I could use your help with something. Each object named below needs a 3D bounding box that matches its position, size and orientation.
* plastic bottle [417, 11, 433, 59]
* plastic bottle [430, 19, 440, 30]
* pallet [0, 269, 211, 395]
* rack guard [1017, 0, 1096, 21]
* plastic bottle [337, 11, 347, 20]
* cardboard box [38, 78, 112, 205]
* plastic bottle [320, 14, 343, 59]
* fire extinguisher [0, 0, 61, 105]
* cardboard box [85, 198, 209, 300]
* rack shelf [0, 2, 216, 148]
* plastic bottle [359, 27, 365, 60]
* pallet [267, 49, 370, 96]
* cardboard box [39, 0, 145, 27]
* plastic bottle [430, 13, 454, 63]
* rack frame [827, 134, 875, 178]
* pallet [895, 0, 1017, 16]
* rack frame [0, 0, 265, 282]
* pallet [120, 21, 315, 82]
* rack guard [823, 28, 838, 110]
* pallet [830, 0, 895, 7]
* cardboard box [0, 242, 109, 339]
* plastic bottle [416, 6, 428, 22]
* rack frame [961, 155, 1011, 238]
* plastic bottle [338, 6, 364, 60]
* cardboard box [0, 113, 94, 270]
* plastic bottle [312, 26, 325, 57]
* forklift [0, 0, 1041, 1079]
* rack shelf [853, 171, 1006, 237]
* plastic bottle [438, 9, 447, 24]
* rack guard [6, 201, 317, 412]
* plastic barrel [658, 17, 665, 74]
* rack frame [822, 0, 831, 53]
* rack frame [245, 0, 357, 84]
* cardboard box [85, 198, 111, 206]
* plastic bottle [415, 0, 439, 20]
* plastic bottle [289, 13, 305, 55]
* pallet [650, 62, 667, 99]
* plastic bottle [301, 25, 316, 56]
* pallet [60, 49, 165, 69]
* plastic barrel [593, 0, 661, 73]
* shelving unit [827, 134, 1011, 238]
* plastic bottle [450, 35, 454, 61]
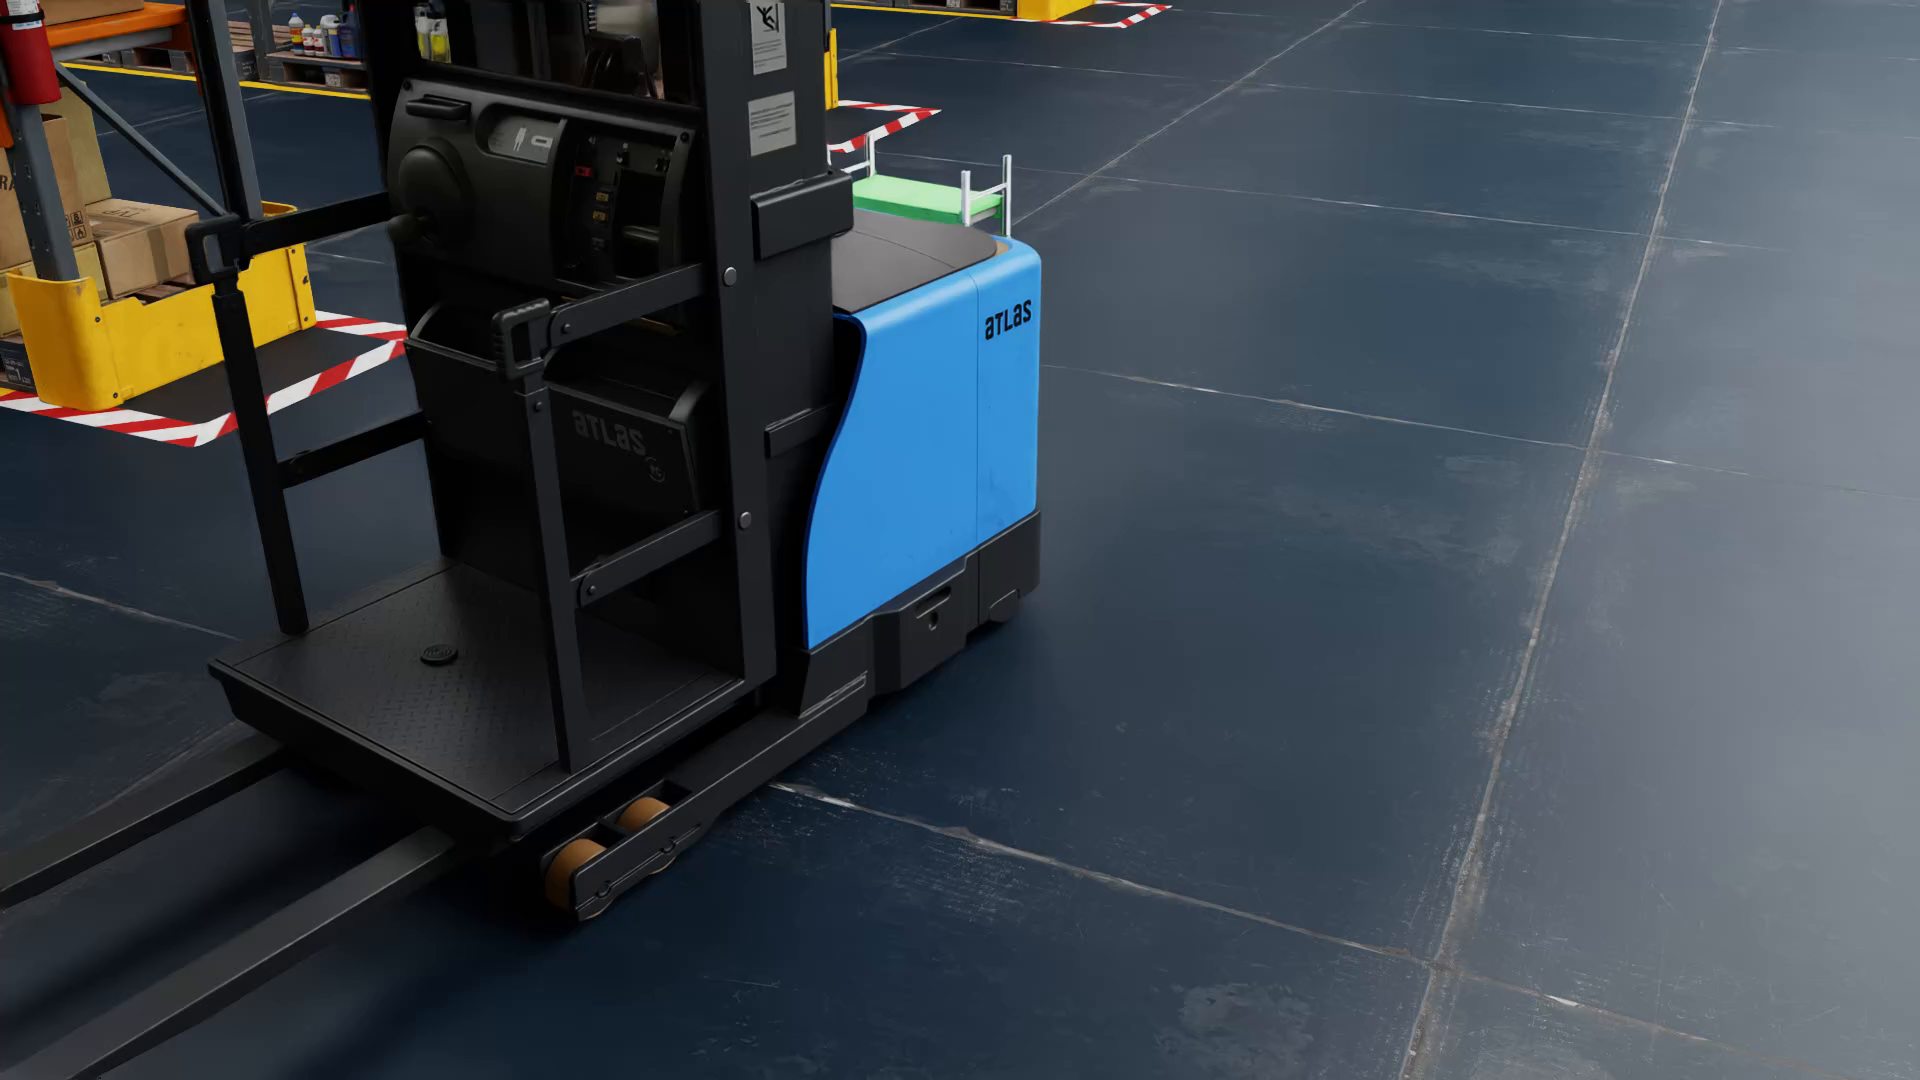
[{"bbox_3d":[-3.626,-3.391,11.243,0.185,0.351,0.144,11,28,21],"label":"plastic bottle"},{"bbox_3d":[-3.588,-3.422,11.390,0.135,0.276,0.152,11,28,22],"label":"plastic bottle"},{"bbox_3d":[-3.874,-0.959,6.958,1.213,0.211,1.003,11,28,22],"label":"pallet"},{"bbox_3d":[0.874,-4.962,14.762,0.348,0.500,1.175,11,28,22],"label":"rack guard"},{"bbox_3d":[-4.290,-3.548,11.638,0.133,0.283,0.061,11,28,22],"label":"plastic bottle"},{"bbox_3d":[-4.012,-1.656,7.007,0.500,0.500,0.500,11,28,22],"label":"cardboard box"},{"bbox_3d":[-4.334,-3.502,11.552,0.135,0.276,0.152,12,29,24],"label":"plastic bottle"},{"bbox_3d":[-3.245,-1.844,5.686,0.183,0.674,0.296,11,28,22],"label":"fire extinguisher"},{"bbox_3d":[-3.556,-1.229,6.988,0.500,0.250,0.500,11,28,22],"label":"cardboard box"},{"bbox_3d":[-4.981,-2.130,6.994,4.000,0.370,1.077,11,28,22],"label":"rack shelf"},{"bbox_3d":[-4.013,-3.469,11.401,0.185,0.351,0.144,10,28,20],"label":"plastic bottle"},{"bbox_3d":[-4.154,-3.419,11.955,1.213,0.211,1.003,11,28,22],"label":"pallet"},{"bbox_3d":[-3.580,-2.222,6.254,0.500,0.500,0.700,11,28,22],"label":"cardboard box"},{"bbox_3d":[-3.457,-3.357,11.174,0.185,0.351,0.144,13,29,24],"label":"plastic bottle"},{"bbox_3d":[-0.332,-0.643,5.197,0.015,1.200,0.240,16,31,30],"label":"rack frame"},{"bbox_3d":[0.150,-4.995,15.156,1.213,0.211,1.003,11,28,22],"label":"pallet"},{"bbox_3d":[-3.160,-2.087,6.093,0.127,3.000,1.000,11,28,22],"label":"rack frame"},{"bbox_3d":[-5.479,-3.686,12.498,1.213,0.211,1.003,11,28,22],"label":"pallet"},{"bbox_3d":[-1.195,-2.951,10.679,0.348,0.500,1.175,11,28,22],"label":"rack guard"},{"bbox_3d":[-0.957,-5.219,15.611,1.213,0.211,1.003,11,28,22],"label":"pallet"},{"bbox_3d":[-3.771,-1.021,6.565,0.500,0.250,0.500,11,28,22],"label":"cardboard box"},{"bbox_3d":[-3.906,-3.683,11.921,0.135,0.276,0.152,11,28,22],"label":"plastic bottle"},{"bbox_3d":[0.076,-0.524,4.957,0.015,1.200,0.240,16,31,30],"label":"rack frame"},{"bbox_3d":[-4.185,-3.504,11.471,0.185,0.351,0.144,12,29,23],"label":"plastic bottle"},{"bbox_3d":[-3.772,-1.356,6.398,0.500,0.500,0.500,11,28,22],"label":"cardboard box"},{"bbox_3d":[-4.454,-3.479,11.591,0.097,0.201,0.097,0,26,0],"label":"plastic bottle"},{"bbox_3d":[-1.045,-0.743,3.440,1.130,2.935,3.031,18,31,32],"label":"forklift"},{"bbox_3d":[-0.128,-0.957,4.893,0.480,0.148,0.258,16,31,30],"label":"rack shelf"},{"bbox_3d":[-3.702,-3.738,12.023,0.133,0.283,0.061,13,29,25],"label":"plastic bottle"},{"bbox_3d":[-3.139,-0.961,6.636,0.348,0.500,1.175,11,28,22],"label":"rack guard"},{"bbox_3d":[-1.737,-3.240,10.775,0.421,0.512,0.421,0,26,0],"label":"plastic barrel"},{"bbox_3d":[-1.107,-4.078,10.137,0.127,3.000,1.000,11,28,22],"label":"rack frame"},{"bbox_3d":[-4.748,-4.809,11.622,0.127,3.000,1.000,11,28,22],"label":"rack frame"},{"bbox_3d":[-4.013,-1.319,7.171,0.500,0.250,0.500,11,28,22],"label":"cardboard box"},{"bbox_3d":[-3.868,-3.781,12.035,0.185,0.351,0.144,10,28,19],"label":"plastic bottle"},{"bbox_3d":[-4.639,-3.548,11.651,0.097,0.271,0.097,0,26,0],"label":"plastic bottle"},{"bbox_3d":[-1.933,-2.972,11.048,1.213,0.211,1.003,11,28,22],"label":"pallet"},{"bbox_3d":[-4.547,-3.498,11.629,0.097,0.201,0.097,0,26,0],"label":"plastic bottle"},{"bbox_3d":[-6.593,-3.909,12.950,1.213,0.211,1.003,11,28,22],"label":"pallet"},{"bbox_3d":[-2.194,-3.331,10.962,0.421,0.512,0.421,0,26,0],"label":"plastic barrel"},{"bbox_3d":[-0.128,-0.584,5.077,0.503,1.200,0.258,16,31,30],"label":"shelving unit"},{"bbox_3d":[-3.304,-3.295,11.133,0.135,0.276,0.152,11,28,20],"label":"plastic bottle"}]
